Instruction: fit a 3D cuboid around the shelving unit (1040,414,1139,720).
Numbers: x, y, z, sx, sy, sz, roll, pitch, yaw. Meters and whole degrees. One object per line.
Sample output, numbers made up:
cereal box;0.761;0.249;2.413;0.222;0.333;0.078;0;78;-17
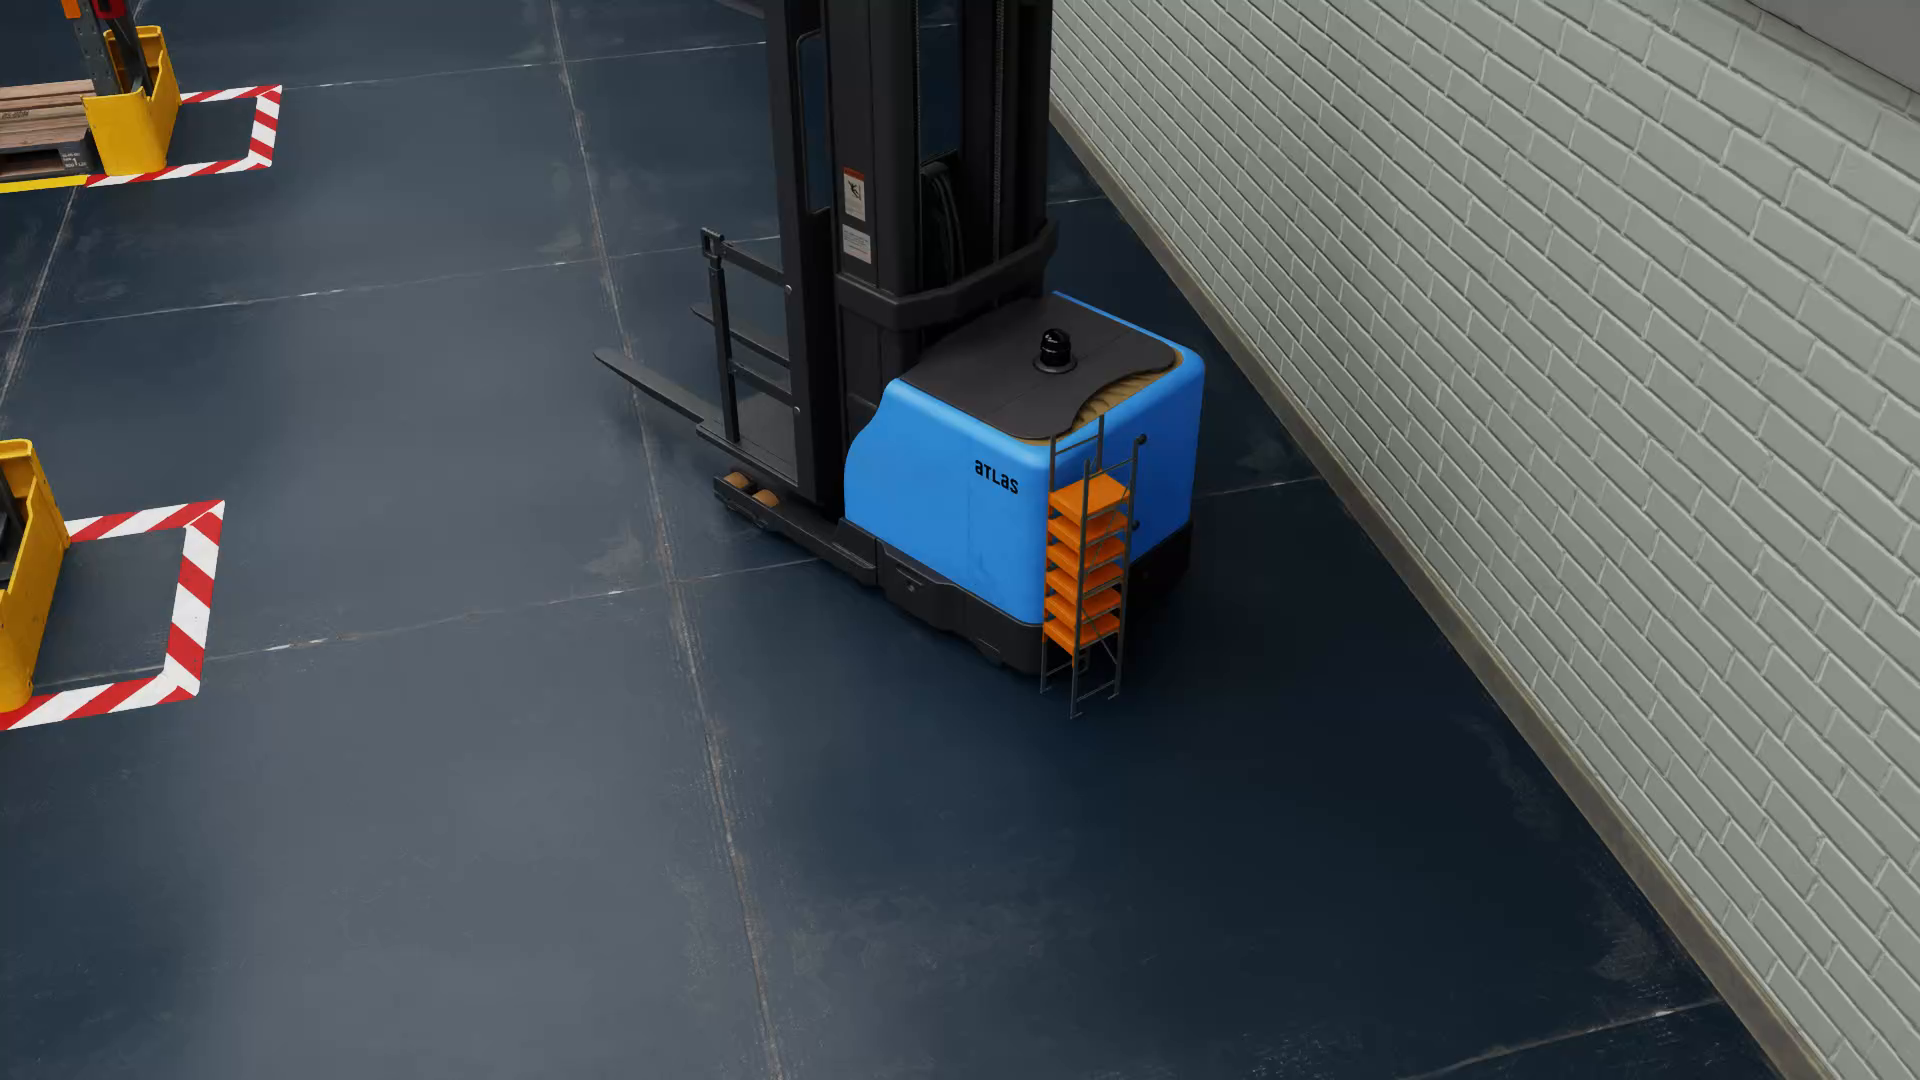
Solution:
shelving unit;0.466;0.121;6.104;0.258;1.200;0.189;-24;44;-28

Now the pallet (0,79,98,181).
pallet;-6.028;-2.544;10.402;1.213;0.211;1.003;-9;38;-12

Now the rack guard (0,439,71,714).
rack guard;-3.907;0.135;6.662;0.348;0.500;1.175;-9;38;-12

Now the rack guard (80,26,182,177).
rack guard;-5.201;-2.778;10.470;0.348;0.500;1.175;-9;38;-12

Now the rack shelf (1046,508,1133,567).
rack shelf;0.466;-0.034;5.985;0.258;0.103;0.180;-24;44;-28

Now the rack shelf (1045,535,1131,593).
rack shelf;0.466;0.061;6.058;0.258;0.103;0.180;-24;44;-28

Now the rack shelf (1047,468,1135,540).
rack shelf;0.466;-0.130;5.913;0.258;0.103;0.180;-24;44;-28

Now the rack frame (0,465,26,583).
rack frame;-3.930;-0.854;5.898;0.127;3.000;1.000;-9;38;-12

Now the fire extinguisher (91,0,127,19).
fire extinguisher;-4.957;-3.338;9.515;0.183;0.674;0.296;-9;38;-12

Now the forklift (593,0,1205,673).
forklift;-0.454;-1.423;6.697;3.031;2.935;1.130;30;46;33

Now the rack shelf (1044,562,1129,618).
rack shelf;0.466;0.156;6.131;0.258;0.103;0.180;-24;44;-28

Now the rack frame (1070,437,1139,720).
rack frame;0.520;0.166;6.046;0.240;1.200;0.006;-24;44;-28

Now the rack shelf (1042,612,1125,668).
rack shelf;0.466;0.347;6.277;0.258;0.103;0.180;-24;44;-28

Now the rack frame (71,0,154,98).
rack frame;-5.221;-3.759;9.695;0.127;3.000;1.000;-9;38;-12

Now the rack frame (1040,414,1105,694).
rack frame;0.411;0.076;6.163;0.240;1.200;0.006;-24;44;-28

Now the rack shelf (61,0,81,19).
rack shelf;-7.152;-3.157;9.500;4.000;0.370;1.077;-9;38;-12

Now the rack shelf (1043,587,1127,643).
rack shelf;0.466;0.252;6.204;0.258;0.103;0.180;-24;44;-28
